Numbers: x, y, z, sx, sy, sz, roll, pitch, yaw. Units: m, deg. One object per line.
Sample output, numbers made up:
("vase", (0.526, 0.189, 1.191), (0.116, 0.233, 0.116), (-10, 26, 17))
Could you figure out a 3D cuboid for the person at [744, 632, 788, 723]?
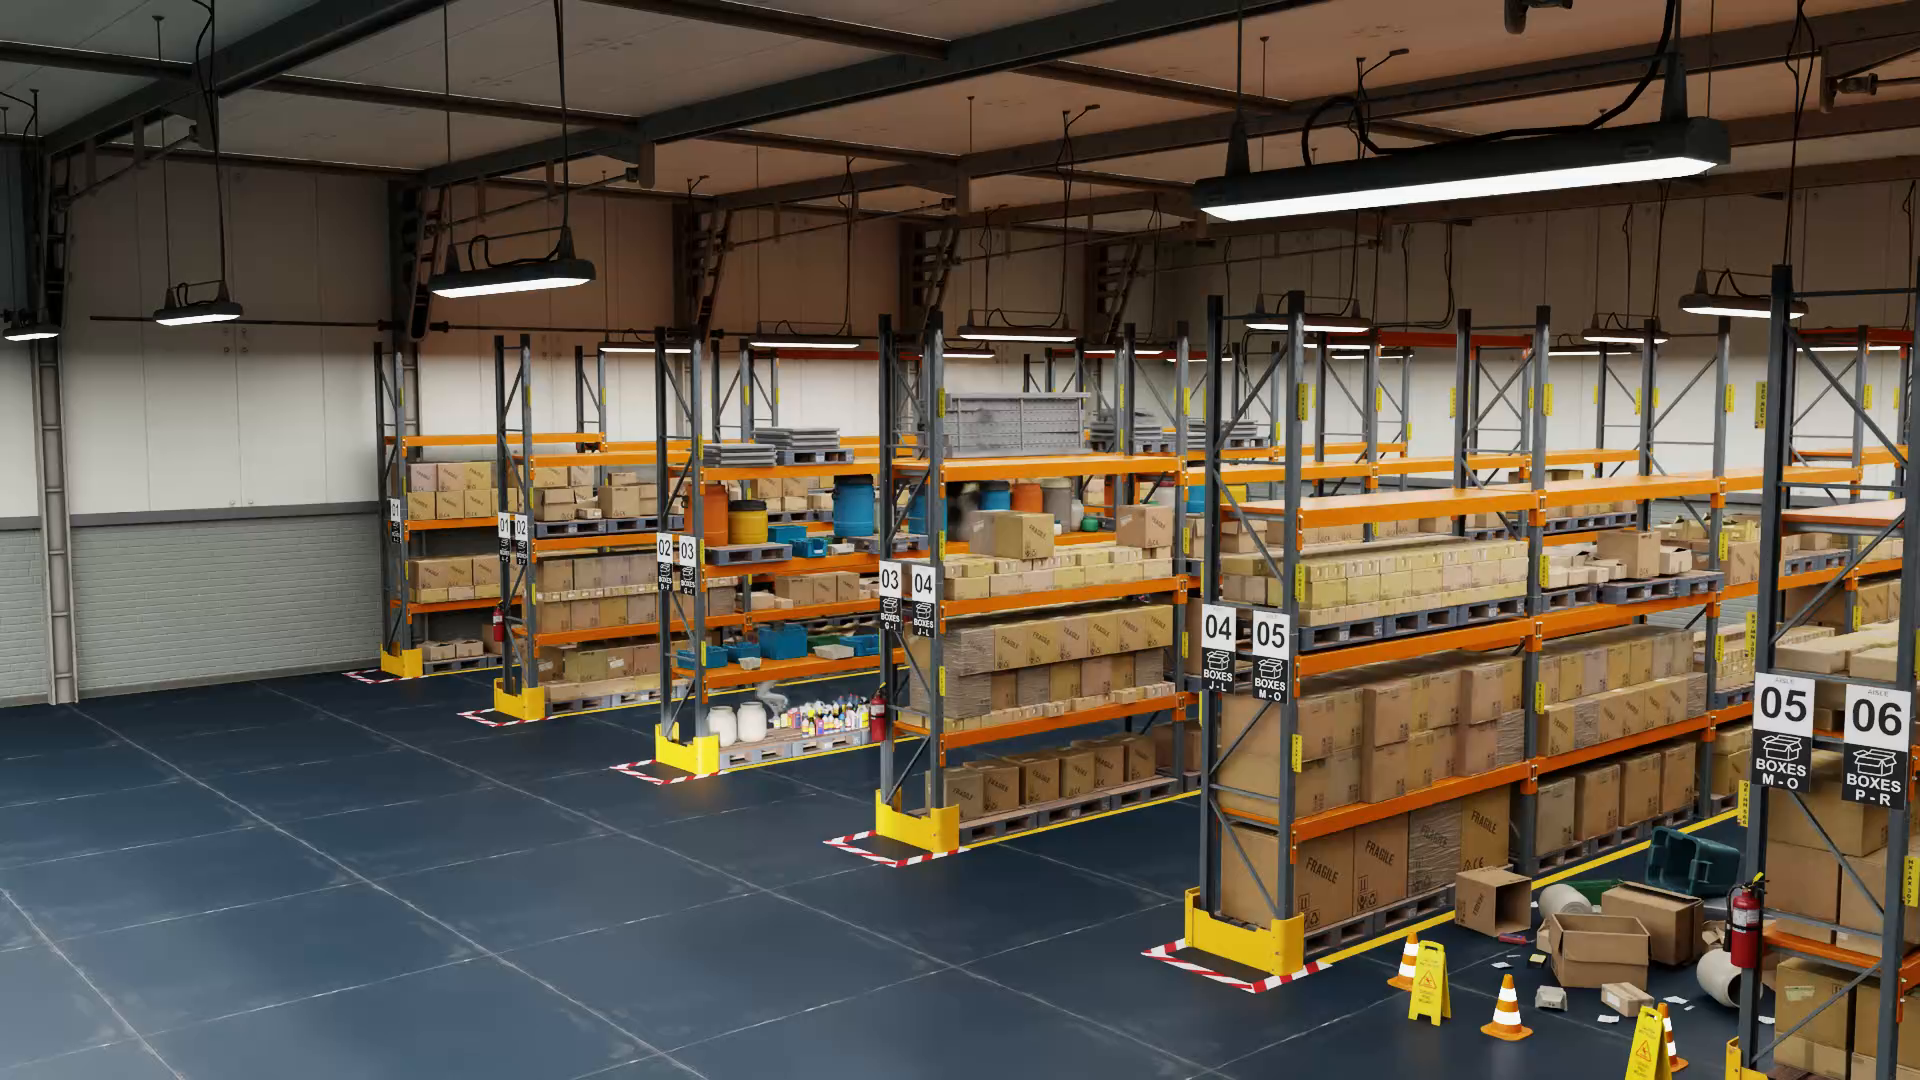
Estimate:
("person", (-3.002, 2.129, 25.617), (0.754, 1.432, 0.555), (-3, 6, -29))
